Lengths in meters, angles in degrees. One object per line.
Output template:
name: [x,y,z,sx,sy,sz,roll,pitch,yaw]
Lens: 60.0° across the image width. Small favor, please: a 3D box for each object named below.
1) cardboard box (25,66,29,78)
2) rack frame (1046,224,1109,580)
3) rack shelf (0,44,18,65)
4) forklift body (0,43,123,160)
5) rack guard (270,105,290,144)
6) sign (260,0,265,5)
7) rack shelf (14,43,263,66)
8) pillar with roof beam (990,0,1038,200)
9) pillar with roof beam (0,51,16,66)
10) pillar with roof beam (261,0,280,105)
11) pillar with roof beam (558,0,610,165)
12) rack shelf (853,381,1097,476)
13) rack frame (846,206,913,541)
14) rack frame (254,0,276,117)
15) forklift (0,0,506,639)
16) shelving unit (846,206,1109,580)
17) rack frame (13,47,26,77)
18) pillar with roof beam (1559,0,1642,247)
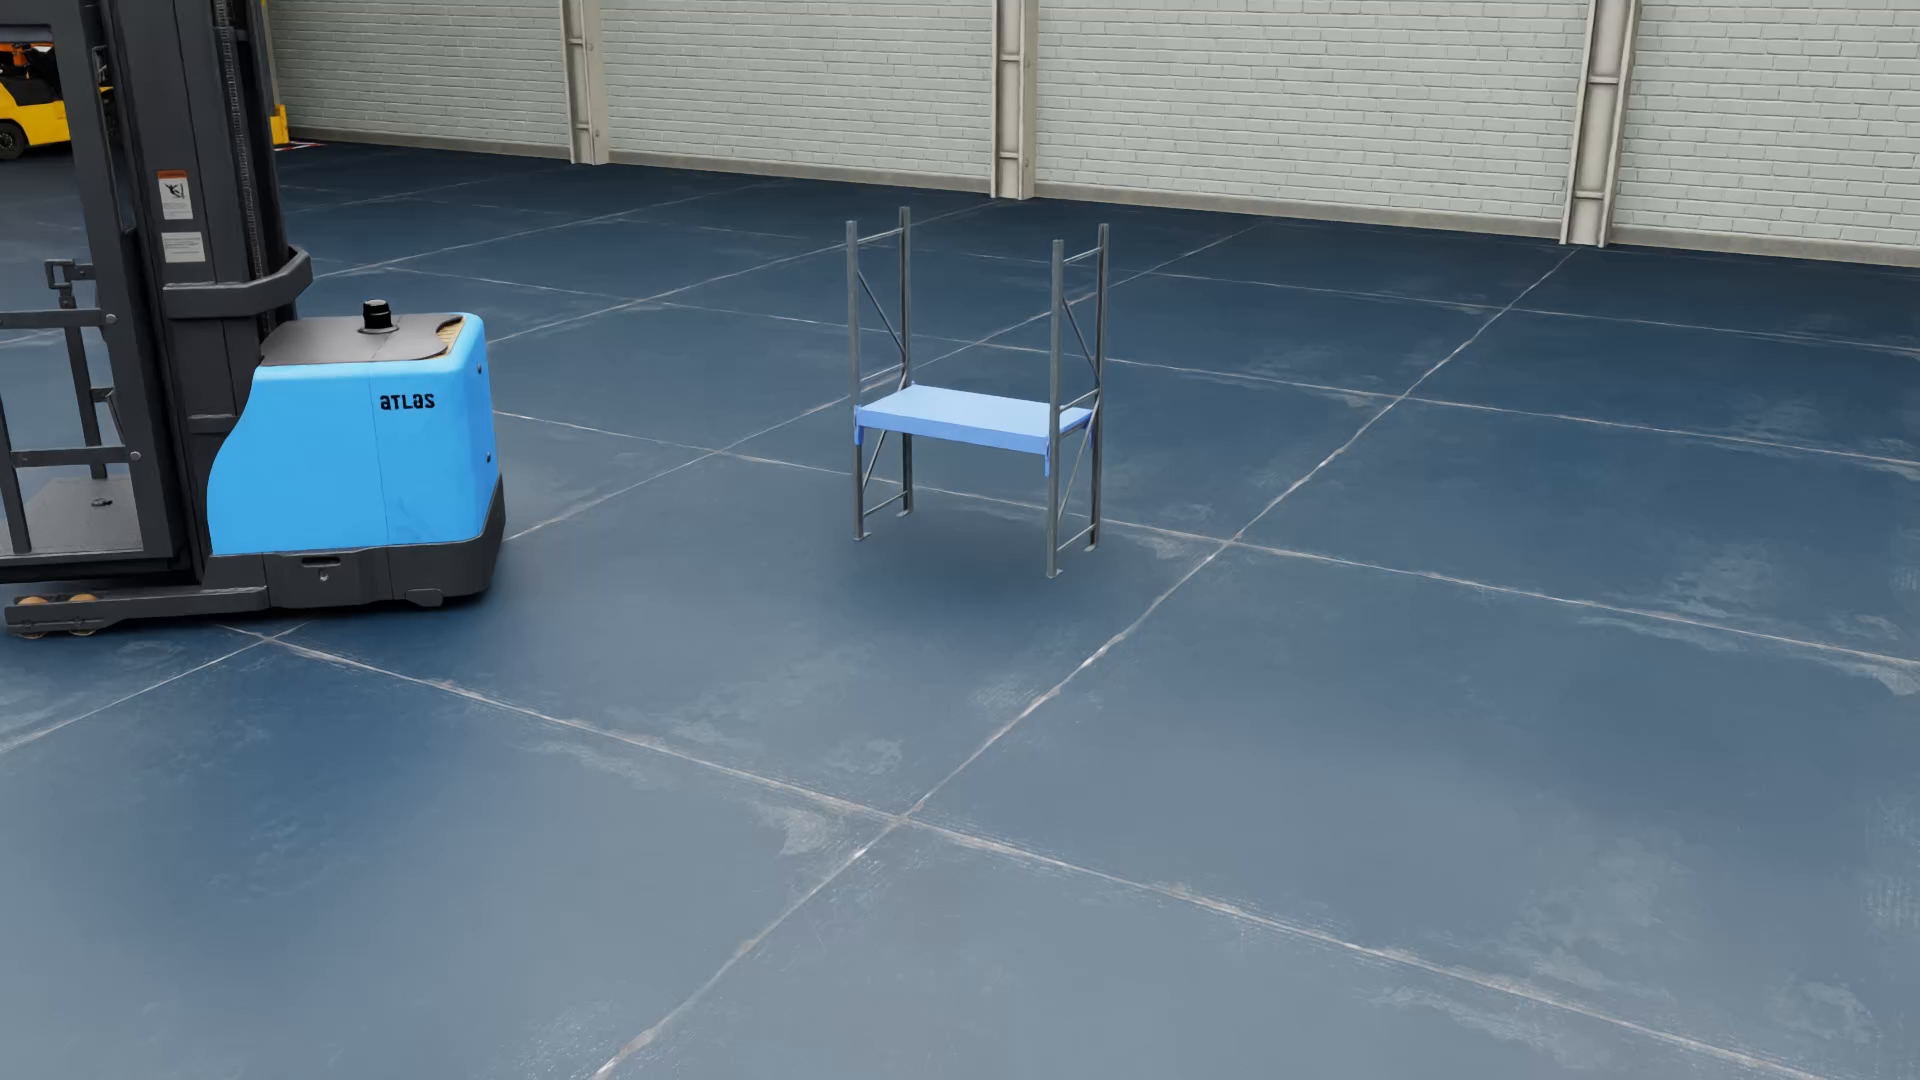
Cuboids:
cardboard box: [-12.952,-6.652,23.753,0.500,0.250,0.500,10,22,26]
rack frame: [0.518,-0.606,7.337,0.032,1.500,0.500,11,23,27]
rack shelf: [-14.968,-7.445,25.045,4.000,0.370,1.077,11,23,27]
forklift body: [-12.275,-6.159,21.689,1.214,2.155,2.313,11,23,27]
rack guard: [-9.709,-5.606,22.587,0.348,0.500,1.175,11,23,27]
sign: [-9.454,-7.394,22.464,0.005,0.325,0.100,11,23,27]
rack shelf: [-11.476,-6.780,23.212,4.000,0.370,1.077,11,23,27]
pillar with roof beam: [-1.521,-6.712,13.173,0.400,9.000,9.100,11,23,27]
pillar with roof beam: [-17.235,-9.706,21.426,0.400,9.000,9.100,11,23,27]
pillar with roof beam: [-11.997,-8.708,18.675,0.400,9.000,9.100,11,23,27]
pillar with roof beam: [-6.759,-7.710,15.924,0.400,9.000,9.100,11,23,27]
rack shelf: [0.074,-0.522,7.632,1.000,0.185,0.538,11,23,27]
rack frame: [-0.369,-0.775,7.803,0.032,1.500,0.500,11,23,27]
rack frame: [-9.730,-6.785,22.172,0.127,3.000,1.000,11,23,27]
forklift: [-3.579,-1.170,6.793,3.031,2.935,1.130,-3,20,-9]
shelving unit: [0.074,-0.691,7.570,1.048,1.500,0.538,11,23,27]
rack frame: [-13.222,-7.451,24.006,0.127,3.000,1.000,11,23,27]
pillar with roof beam: [3.717,-5.715,10.423,0.400,9.000,9.100,11,23,27]
